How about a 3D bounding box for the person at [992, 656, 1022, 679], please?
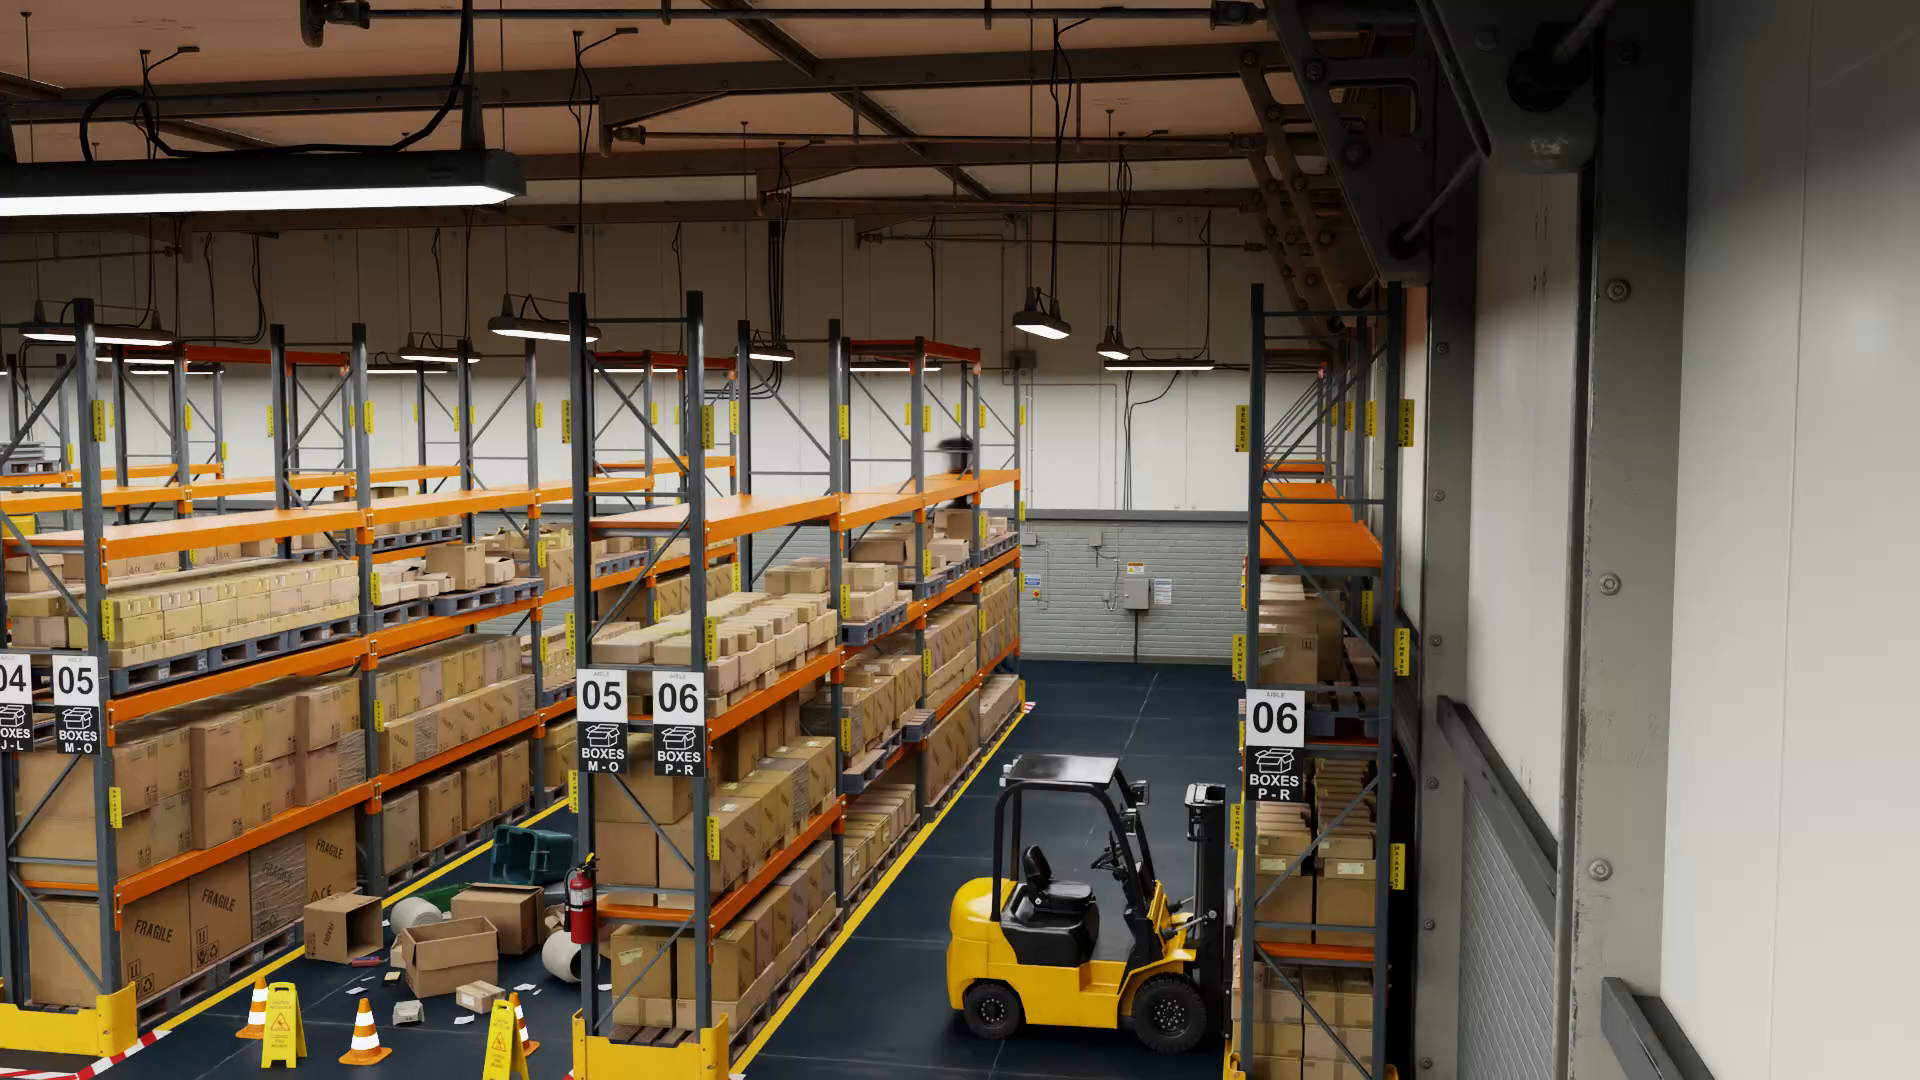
[{"bbox_3d":[0.735,1.916,29.786,0.766,1.535,0.556,-1,5,-13],"label":"person"}]
